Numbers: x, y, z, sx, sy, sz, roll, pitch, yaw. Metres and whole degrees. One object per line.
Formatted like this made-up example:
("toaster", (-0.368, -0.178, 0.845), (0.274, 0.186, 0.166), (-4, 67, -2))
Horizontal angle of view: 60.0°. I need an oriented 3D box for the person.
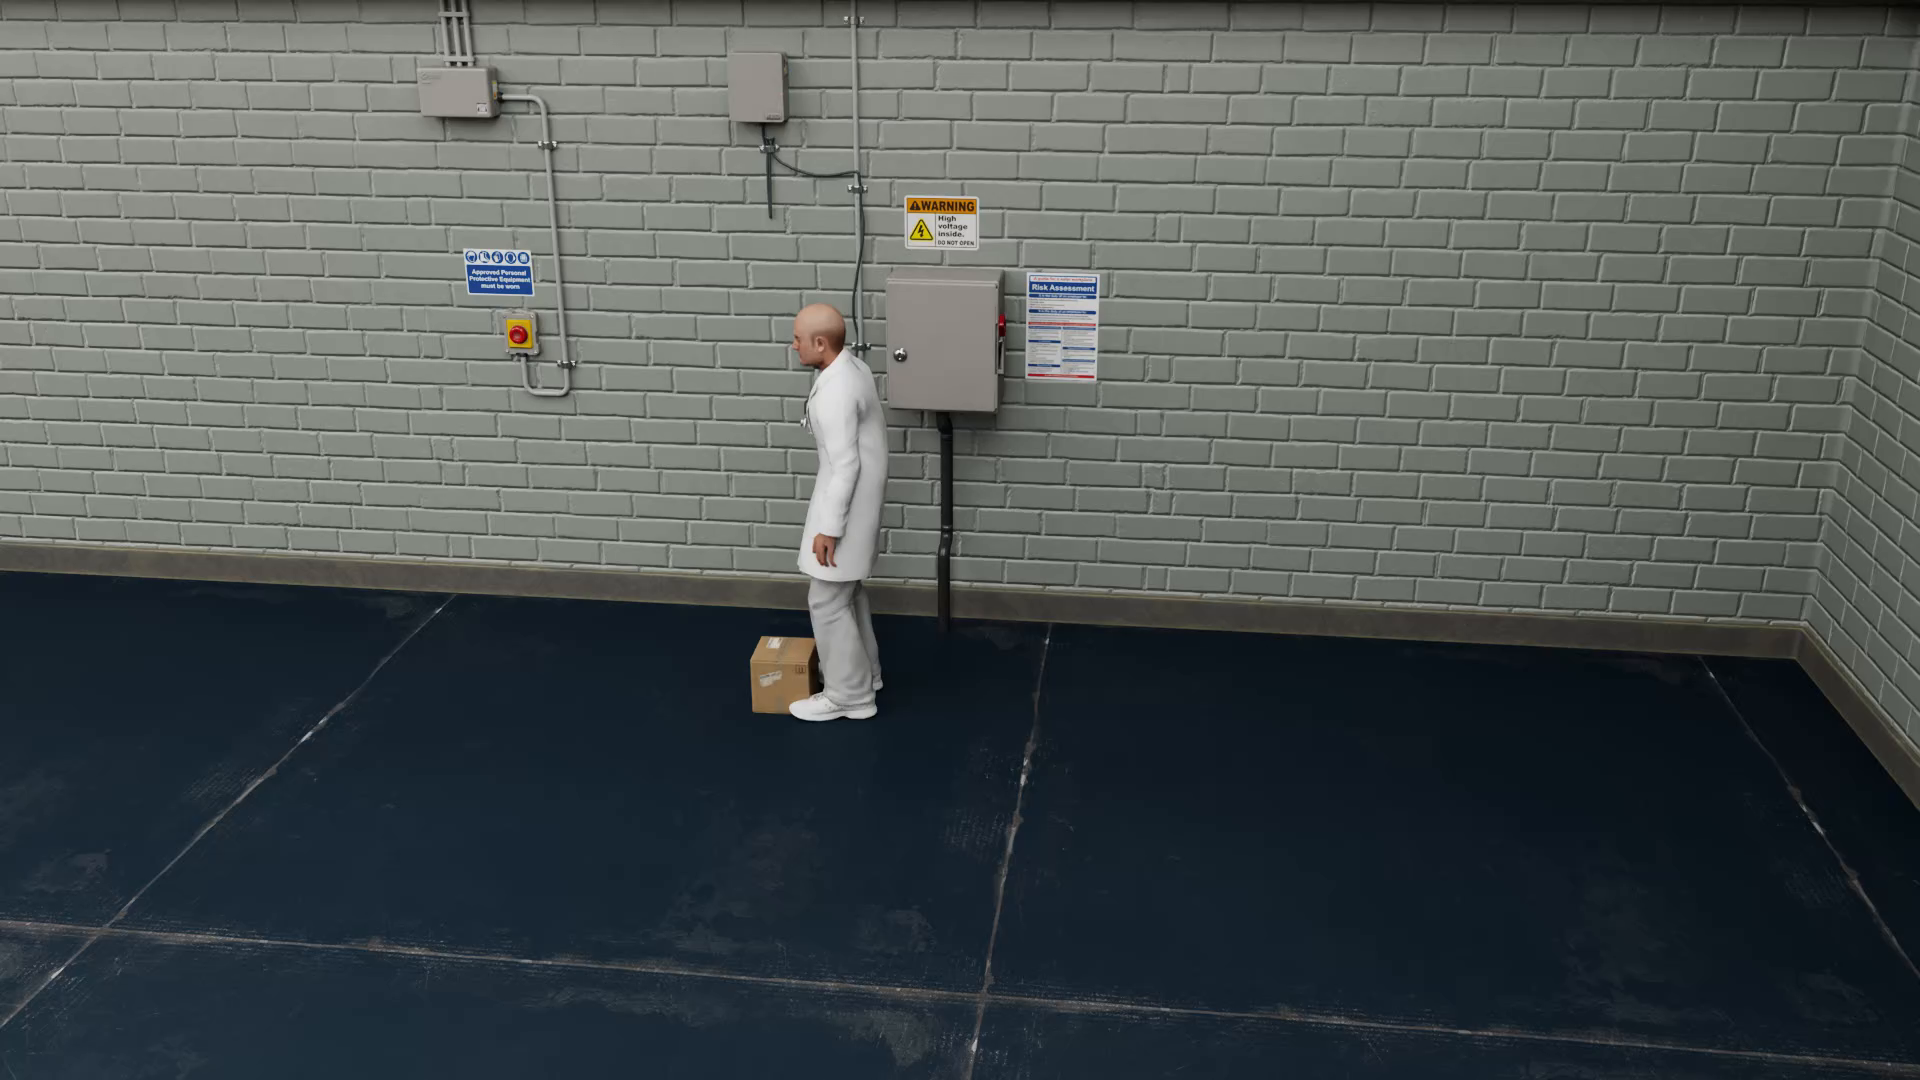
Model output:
("person", (-0.507, -0.115, 6.906), (0.429, 1.772, 0.644), (1, 21, 3))
